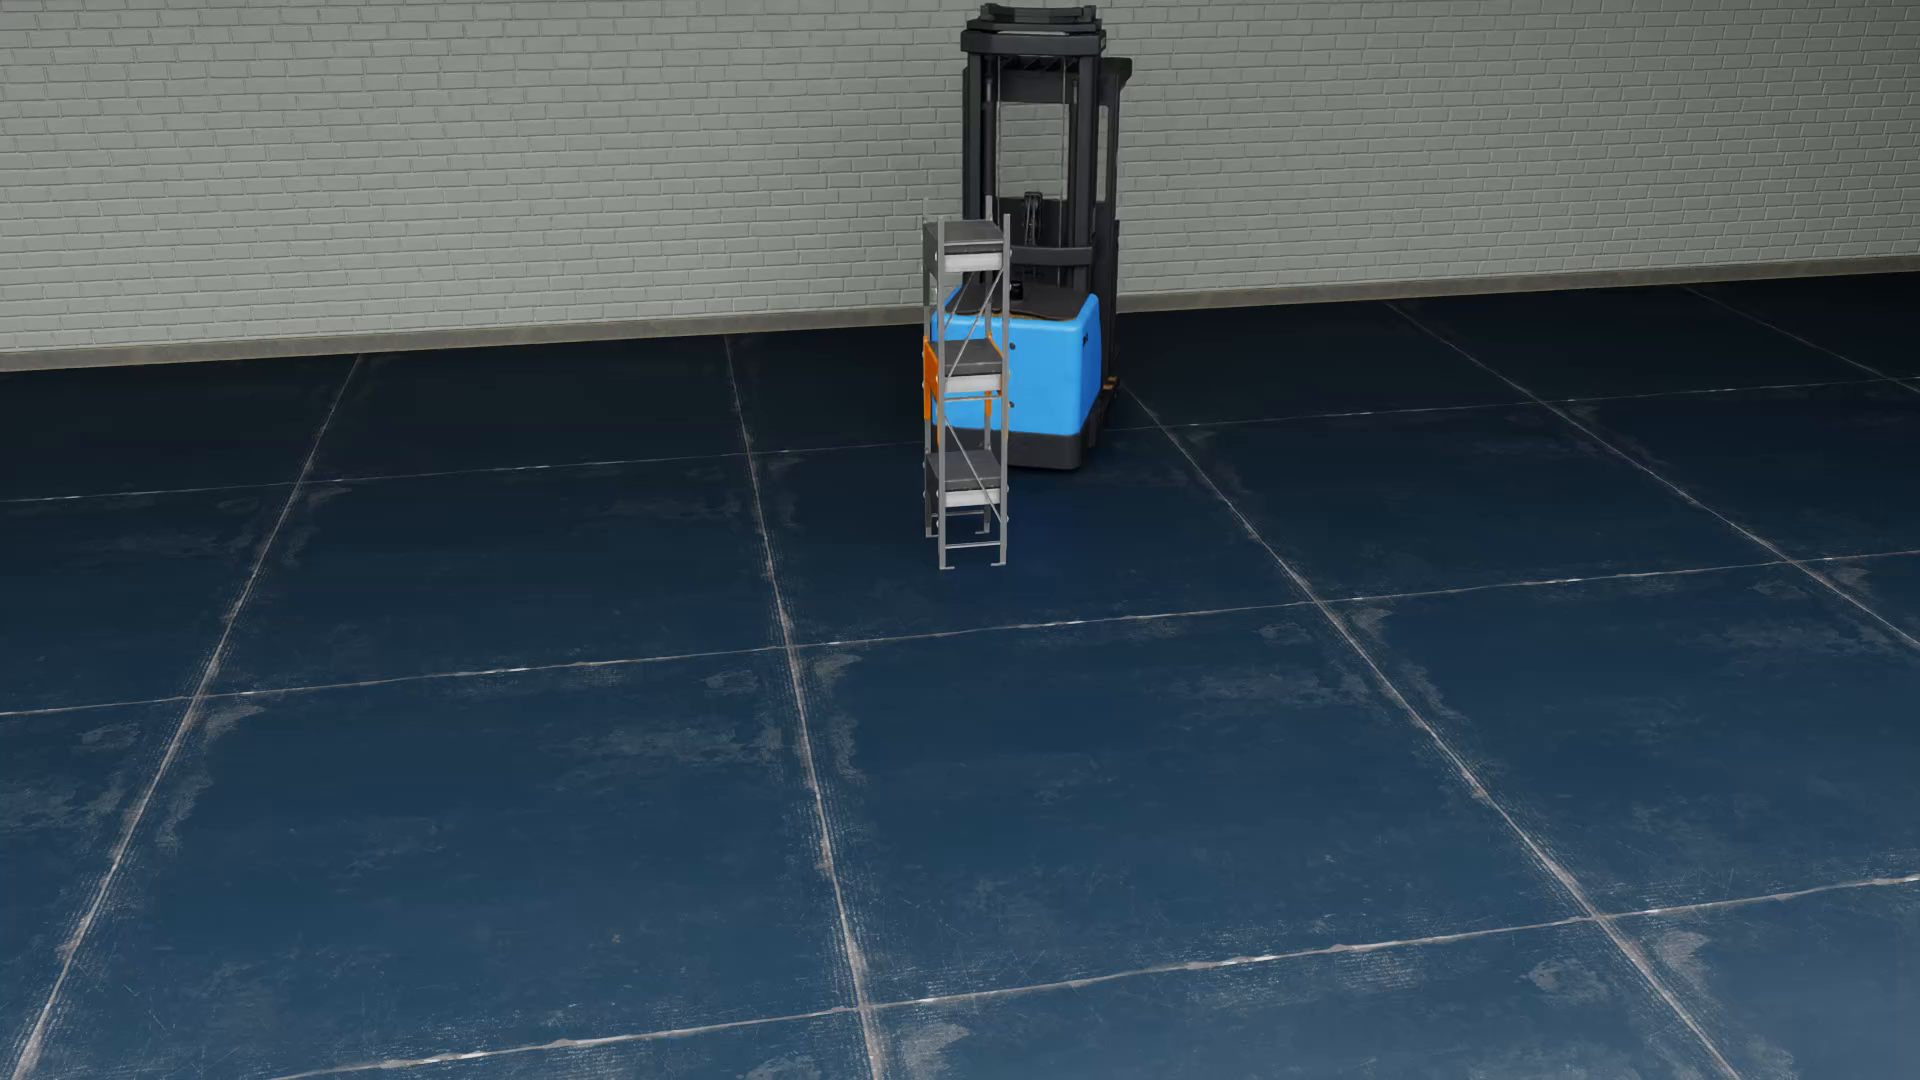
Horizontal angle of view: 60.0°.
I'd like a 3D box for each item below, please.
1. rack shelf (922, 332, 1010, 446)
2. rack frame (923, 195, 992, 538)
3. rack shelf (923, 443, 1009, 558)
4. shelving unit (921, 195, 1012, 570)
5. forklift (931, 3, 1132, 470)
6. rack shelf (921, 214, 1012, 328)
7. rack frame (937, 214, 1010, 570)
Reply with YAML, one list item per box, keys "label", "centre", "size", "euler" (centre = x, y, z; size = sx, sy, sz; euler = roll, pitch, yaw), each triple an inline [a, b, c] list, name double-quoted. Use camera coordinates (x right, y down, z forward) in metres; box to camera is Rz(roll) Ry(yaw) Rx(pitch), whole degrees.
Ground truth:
- label: "rack shelf"
  centre: [0.031, -0.885, 9.686]
  size: [0.431, 0.518, 0.480]
  euler: [-4, 24, -10]
- label: "rack frame"
  centre: [-0.015, -0.993, 9.900]
  size: [0.400, 2.100, 0.015]
  euler: [-4, 24, -10]
- label: "rack shelf"
  centre: [0.031, -0.243, 9.966]
  size: [0.431, 0.518, 0.480]
  euler: [-4, 24, -10]
- label: "shelving unit"
  centre: [0.031, -0.897, 9.681]
  size: [0.431, 2.100, 0.503]
  euler: [-4, 24, -10]
- label: "forklift"
  centre: [0.612, -2.377, 12.032]
  size: [1.130, 2.935, 3.031]
  euler: [5, 24, 11]
- label: "rack shelf"
  centre: [0.031, -1.526, 9.406]
  size: [0.431, 0.518, 0.480]
  euler: [-4, 24, -10]
- label: "rack frame"
  centre: [0.076, -0.801, 9.461]
  size: [0.400, 2.100, 0.015]
  euler: [-4, 24, -10]
